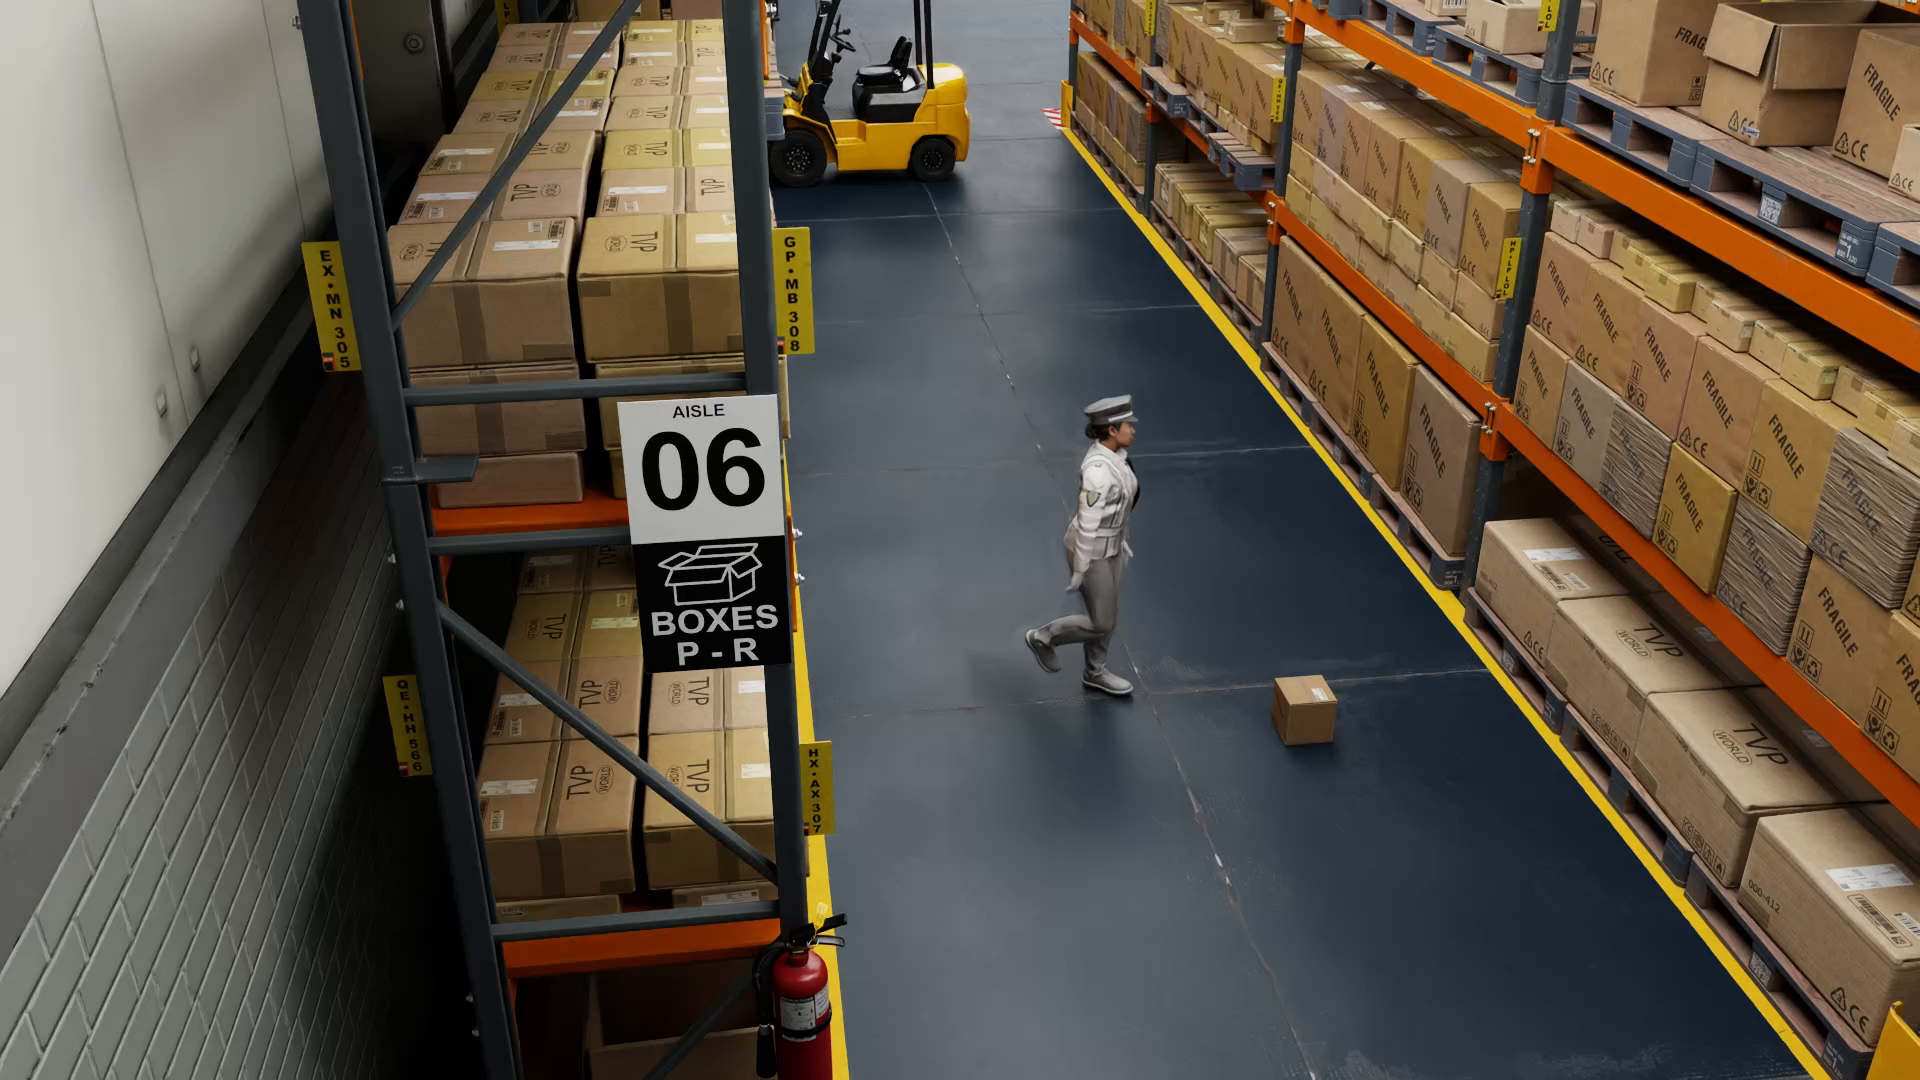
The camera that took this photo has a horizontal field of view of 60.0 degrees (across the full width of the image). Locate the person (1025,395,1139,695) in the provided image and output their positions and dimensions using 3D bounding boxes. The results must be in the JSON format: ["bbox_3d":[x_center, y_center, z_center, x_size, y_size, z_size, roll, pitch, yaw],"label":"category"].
[{"bbox_3d":[0.638,0.035,8.502,0.576,1.659,0.349,10,29,19],"label":"person"}]
